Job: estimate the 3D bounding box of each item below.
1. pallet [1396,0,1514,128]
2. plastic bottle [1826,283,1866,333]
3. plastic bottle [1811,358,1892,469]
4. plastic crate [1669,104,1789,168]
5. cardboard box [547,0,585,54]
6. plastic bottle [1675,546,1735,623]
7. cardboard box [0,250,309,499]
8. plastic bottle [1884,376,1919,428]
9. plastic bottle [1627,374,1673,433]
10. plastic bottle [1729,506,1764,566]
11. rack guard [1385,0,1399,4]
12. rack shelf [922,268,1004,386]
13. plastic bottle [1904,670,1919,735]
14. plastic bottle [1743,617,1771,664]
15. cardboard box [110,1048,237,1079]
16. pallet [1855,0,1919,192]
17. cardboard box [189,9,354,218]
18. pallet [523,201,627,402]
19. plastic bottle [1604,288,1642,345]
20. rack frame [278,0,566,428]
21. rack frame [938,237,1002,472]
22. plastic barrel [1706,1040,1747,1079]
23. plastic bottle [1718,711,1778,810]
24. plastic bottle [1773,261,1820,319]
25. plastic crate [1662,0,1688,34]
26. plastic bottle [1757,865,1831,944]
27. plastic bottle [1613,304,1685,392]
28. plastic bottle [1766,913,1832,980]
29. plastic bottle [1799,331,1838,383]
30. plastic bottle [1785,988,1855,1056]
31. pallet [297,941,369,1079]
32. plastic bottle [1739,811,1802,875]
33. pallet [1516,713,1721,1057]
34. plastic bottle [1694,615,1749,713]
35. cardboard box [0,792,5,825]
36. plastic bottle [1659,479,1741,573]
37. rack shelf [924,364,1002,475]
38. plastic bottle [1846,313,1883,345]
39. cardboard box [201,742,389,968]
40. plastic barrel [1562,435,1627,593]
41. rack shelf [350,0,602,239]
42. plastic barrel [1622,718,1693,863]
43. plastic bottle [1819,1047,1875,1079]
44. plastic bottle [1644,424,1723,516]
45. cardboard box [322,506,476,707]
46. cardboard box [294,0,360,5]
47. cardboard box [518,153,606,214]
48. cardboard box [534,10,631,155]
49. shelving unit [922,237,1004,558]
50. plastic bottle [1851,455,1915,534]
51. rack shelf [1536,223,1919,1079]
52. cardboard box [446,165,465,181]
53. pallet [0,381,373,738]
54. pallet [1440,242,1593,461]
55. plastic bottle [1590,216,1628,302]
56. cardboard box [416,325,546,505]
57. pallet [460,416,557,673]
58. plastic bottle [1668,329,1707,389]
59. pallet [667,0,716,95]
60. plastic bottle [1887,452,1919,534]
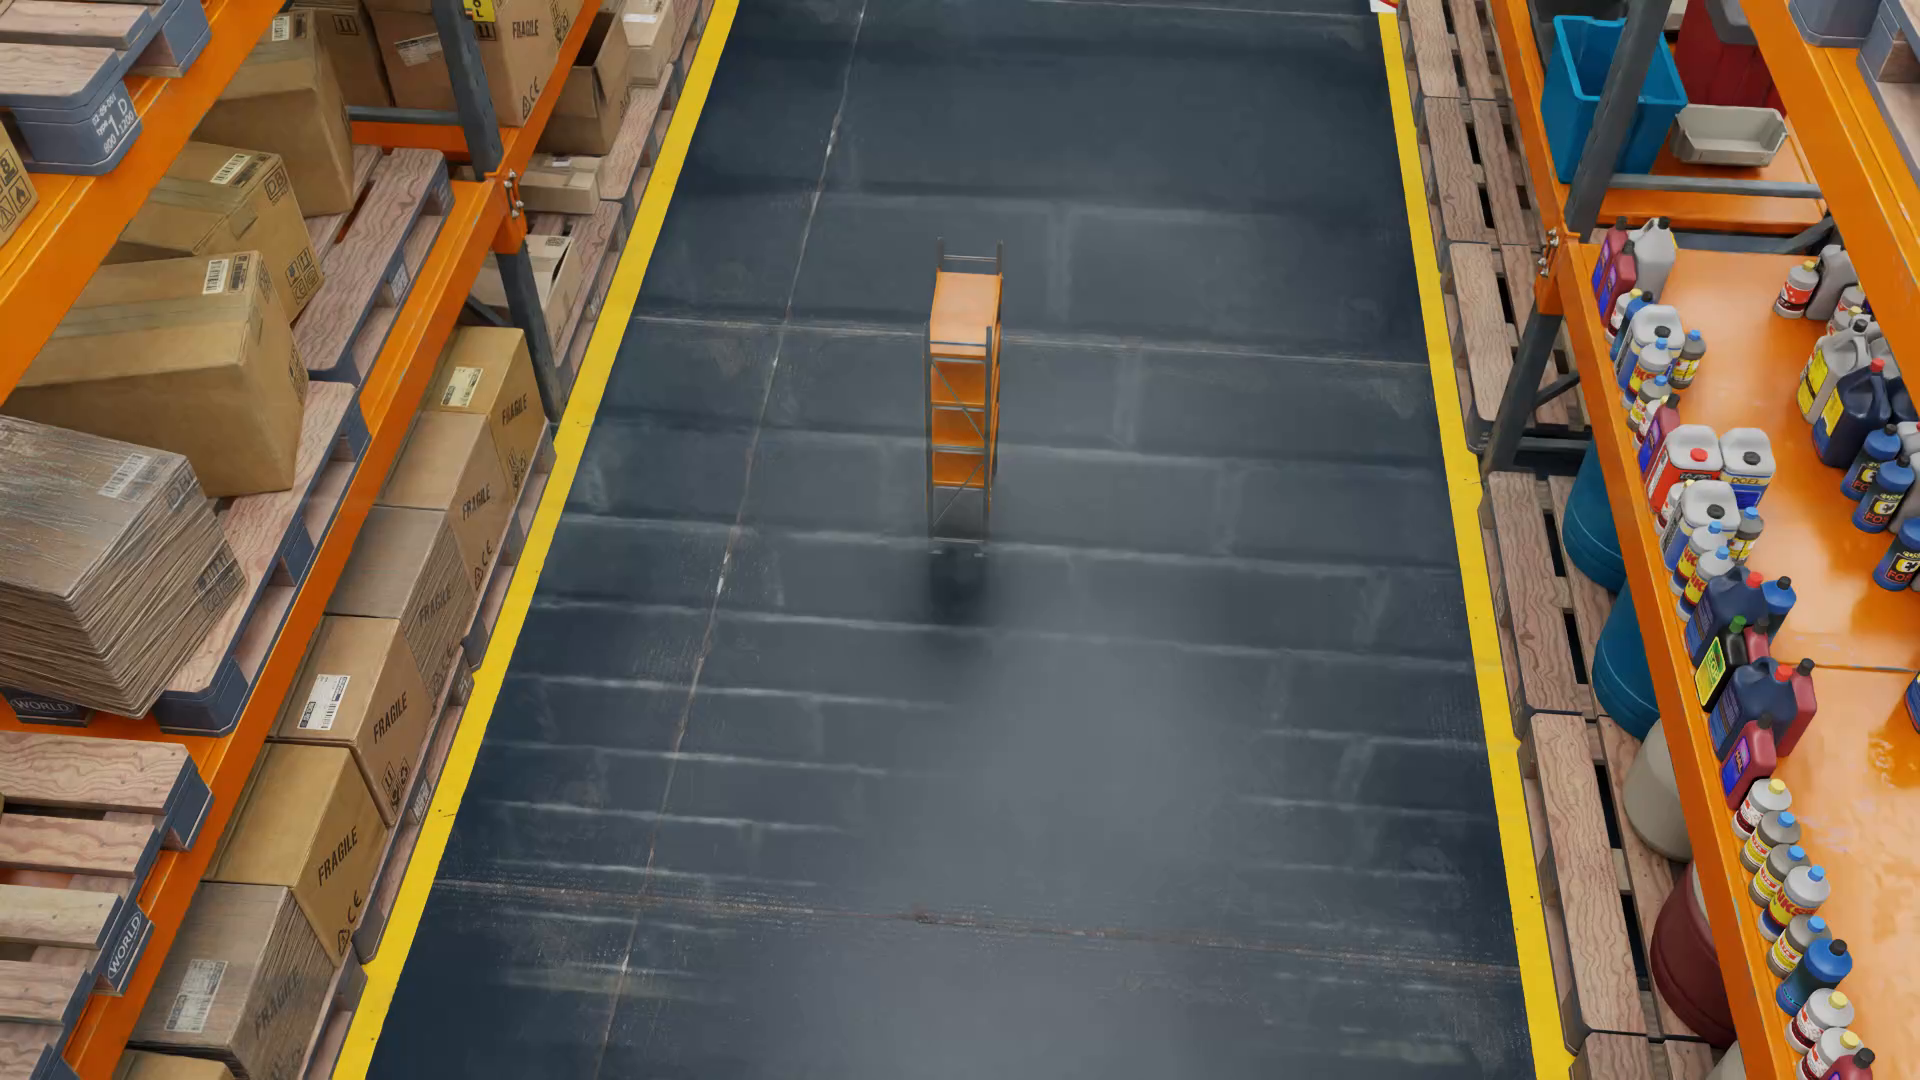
[{"bbox_3d":[2.948,-2.639,9.047,1.003,0.211,1.213,4,48,4],"label":"pallet"},{"bbox_3d":[3.000,-0.779,5.590,0.097,0.201,0.097,0,48,0],"label":"plastic bottle"},{"bbox_3d":[2.779,-0.404,5.146,0.144,0.351,0.185,4,48,4],"label":"plastic bottle"},{"bbox_3d":[2.882,-1.508,6.260,0.396,0.136,0.243,4,48,4],"label":"plastic crate"},{"bbox_3d":[-1.874,-2.346,6.821,0.500,0.500,0.500,5,48,4],"label":"cardboard box"},{"bbox_3d":[2.123,0.120,4.721,0.097,0.271,0.097,0,48,0],"label":"plastic bottle"},{"bbox_3d":[-2.335,-0.453,4.805,0.700,0.500,0.500,-7,48,-6],"label":"cardboard box"},{"bbox_3d":[2.923,-0.394,5.137,0.144,0.351,0.185,4,48,4],"label":"plastic bottle"},{"bbox_3d":[2.196,-0.439,5.279,0.097,0.201,0.097,0,48,0],"label":"plastic bottle"},{"bbox_3d":[2.296,-0.017,4.893,0.097,0.201,0.097,0,48,0],"label":"plastic bottle"},{"bbox_3d":[3.051,-3.358,9.509,1.175,0.500,0.348,4,48,4],"label":"rack guard"},{"bbox_3d":[0.015,-0.792,6.154,0.258,0.148,0.480,4,48,4],"label":"rack shelf"},{"bbox_3d":[2.675,0.368,4.440,0.144,0.351,0.185,4,48,4],"label":"plastic bottle"},{"bbox_3d":[2.139,0.339,4.512,0.061,0.283,0.133,4,48,4],"label":"plastic bottle"},{"bbox_3d":[-2.274,1.739,4.548,0.500,0.500,0.500,6,48,5],"label":"cardboard box"},{"bbox_3d":[2.623,-0.777,3.549,1.003,0.211,1.213,4,48,4],"label":"pallet"},{"bbox_3d":[-2.501,-1.422,5.692,0.700,0.500,0.500,-11,48,-10],"label":"cardboard box"},{"bbox_3d":[-2.172,-1.143,7.679,1.003,0.211,1.213,4,48,4],"label":"pallet"},{"bbox_3d":[2.235,-0.752,5.566,0.097,0.201,0.097,0,48,0],"label":"plastic bottle"},{"bbox_3d":[-2.235,-1.580,6.188,1.000,3.000,0.127,4,48,4],"label":"rack frame"},{"bbox_3d":[0.037,-0.706,6.608,0.240,1.200,0.015,4,48,4],"label":"rack frame"},{"bbox_3d":[2.323,1.612,4.671,0.421,0.512,0.421,0,48,0],"label":"plastic barrel"},{"bbox_3d":[2.049,0.569,4.302,0.061,0.283,0.133,4,48,4],"label":"plastic bottle"},{"bbox_3d":[2.857,-0.860,5.665,0.097,0.201,0.097,0,48,0],"label":"plastic bottle"},{"bbox_3d":[3.020,-2.334,6.918,0.437,0.282,0.530,4,48,4],"label":"plastic crate"},{"bbox_3d":[2.030,0.873,4.032,0.097,0.271,0.097,0,48,0],"label":"plastic bottle"},{"bbox_3d":[2.242,-0.619,5.393,0.152,0.276,0.135,4,48,4],"label":"plastic bottle"},{"bbox_3d":[2.021,0.969,3.992,0.097,0.201,0.097,0,48,0],"label":"plastic bottle"},{"bbox_3d":[2.824,-0.592,5.419,0.097,0.201,0.097,0,48,0],"label":"plastic bottle"},{"bbox_3d":[2.003,1.112,3.861,0.097,0.201,0.097,0,48,0],"label":"plastic bottle"},{"bbox_3d":[-2.494,1.754,5.028,1.003,0.211,1.213,4,48,4],"label":"pallet"},{"bbox_3d":[2.048,0.754,4.188,0.097,0.201,0.097,0,48,0],"label":"plastic bottle"},{"bbox_3d":[2.477,1.160,5.572,1.003,0.211,1.213,4,48,4],"label":"pallet"},{"bbox_3d":[2.078,0.335,4.516,0.061,0.283,0.133,4,48,4],"label":"plastic bottle"},{"bbox_3d":[-2.654,0.714,3.738,0.700,0.500,0.500,-11,48,-10],"label":"cardboard box"},{"bbox_3d":[2.170,-0.037,4.861,0.152,0.276,0.135,4,48,4],"label":"plastic bottle"},{"bbox_3d":[0.015,-0.481,6.494,0.258,0.148,0.480,4,48,4],"label":"rack shelf"},{"bbox_3d":[2.950,-0.622,5.397,0.152,0.276,0.135,4,48,4],"label":"plastic bottle"},{"bbox_3d":[-2.181,0.986,5.237,0.500,0.500,0.500,3,48,3],"label":"cardboard box"},{"bbox_3d":[2.631,-0.279,6.136,0.600,0.901,0.708,4,48,4],"label":"plastic barrel"},{"bbox_3d":[-2.053,-2.807,7.798,1.077,0.370,4.000,4,48,4],"label":"rack shelf"},{"bbox_3d":[2.426,0.782,5.430,0.421,0.512,0.421,0,48,0],"label":"plastic barrel"},{"bbox_3d":[1.966,1.239,3.689,0.061,0.283,0.133,4,48,4],"label":"plastic bottle"},{"bbox_3d":[2.191,-0.207,5.017,0.152,0.276,0.135,4,48,4],"label":"plastic bottle"},{"bbox_3d":[-2.094,0.228,5.930,0.500,0.500,0.500,4,48,4],"label":"cardboard box"},{"bbox_3d":[-2.447,-2.340,6.138,0.500,0.500,0.500,4,48,4],"label":"cardboard box"},{"bbox_3d":[-1.913,-1.702,7.922,0.380,0.166,0.250,4,48,4],"label":"cardboard box"},{"bbox_3d":[-2.069,-2.267,8.210,0.797,0.503,0.637,4,48,4],"label":"cardboard box"},{"bbox_3d":[0.015,-0.527,6.444,0.258,1.200,0.503,4,48,4],"label":"shelving unit"},{"bbox_3d":[2.766,-0.146,4.964,0.097,0.271,0.097,0,48,0],"label":"plastic bottle"},{"bbox_3d":[2.515,0.468,4.802,1.077,0.370,4.000,4,48,4],"label":"rack shelf"},{"bbox_3d":[-2.466,-1.323,7.349,0.500,0.500,0.500,4,48,4],"label":"cardboard box"},{"bbox_3d":[-2.427,-0.005,4.878,1.003,0.211,1.213,4,48,4],"label":"pallet"},{"bbox_3d":[2.726,-0.846,7.407,1.003,0.211,1.213,4,48,4],"label":"pallet"},{"bbox_3d":[2.239,-0.964,5.704,0.061,0.283,0.133,4,48,4],"label":"plastic bottle"},{"bbox_3d":[-1.995,-0.503,6.599,0.500,0.500,0.500,4,48,3],"label":"cardboard box"},{"bbox_3d":[-2.272,-0.039,6.668,1.003,0.211,1.213,4,48,4],"label":"pallet"},{"bbox_3d":[2.368,-0.599,5.426,0.097,0.201,0.097,0,48,0],"label":"plastic bottle"},{"bbox_3d":[-1.949,-2.936,9.319,1.003,0.211,1.213,4,48,4],"label":"pallet"},{"bbox_3d":[2.892,-0.153,4.967,0.152,0.276,0.135,4,48,4],"label":"plastic bottle"}]
